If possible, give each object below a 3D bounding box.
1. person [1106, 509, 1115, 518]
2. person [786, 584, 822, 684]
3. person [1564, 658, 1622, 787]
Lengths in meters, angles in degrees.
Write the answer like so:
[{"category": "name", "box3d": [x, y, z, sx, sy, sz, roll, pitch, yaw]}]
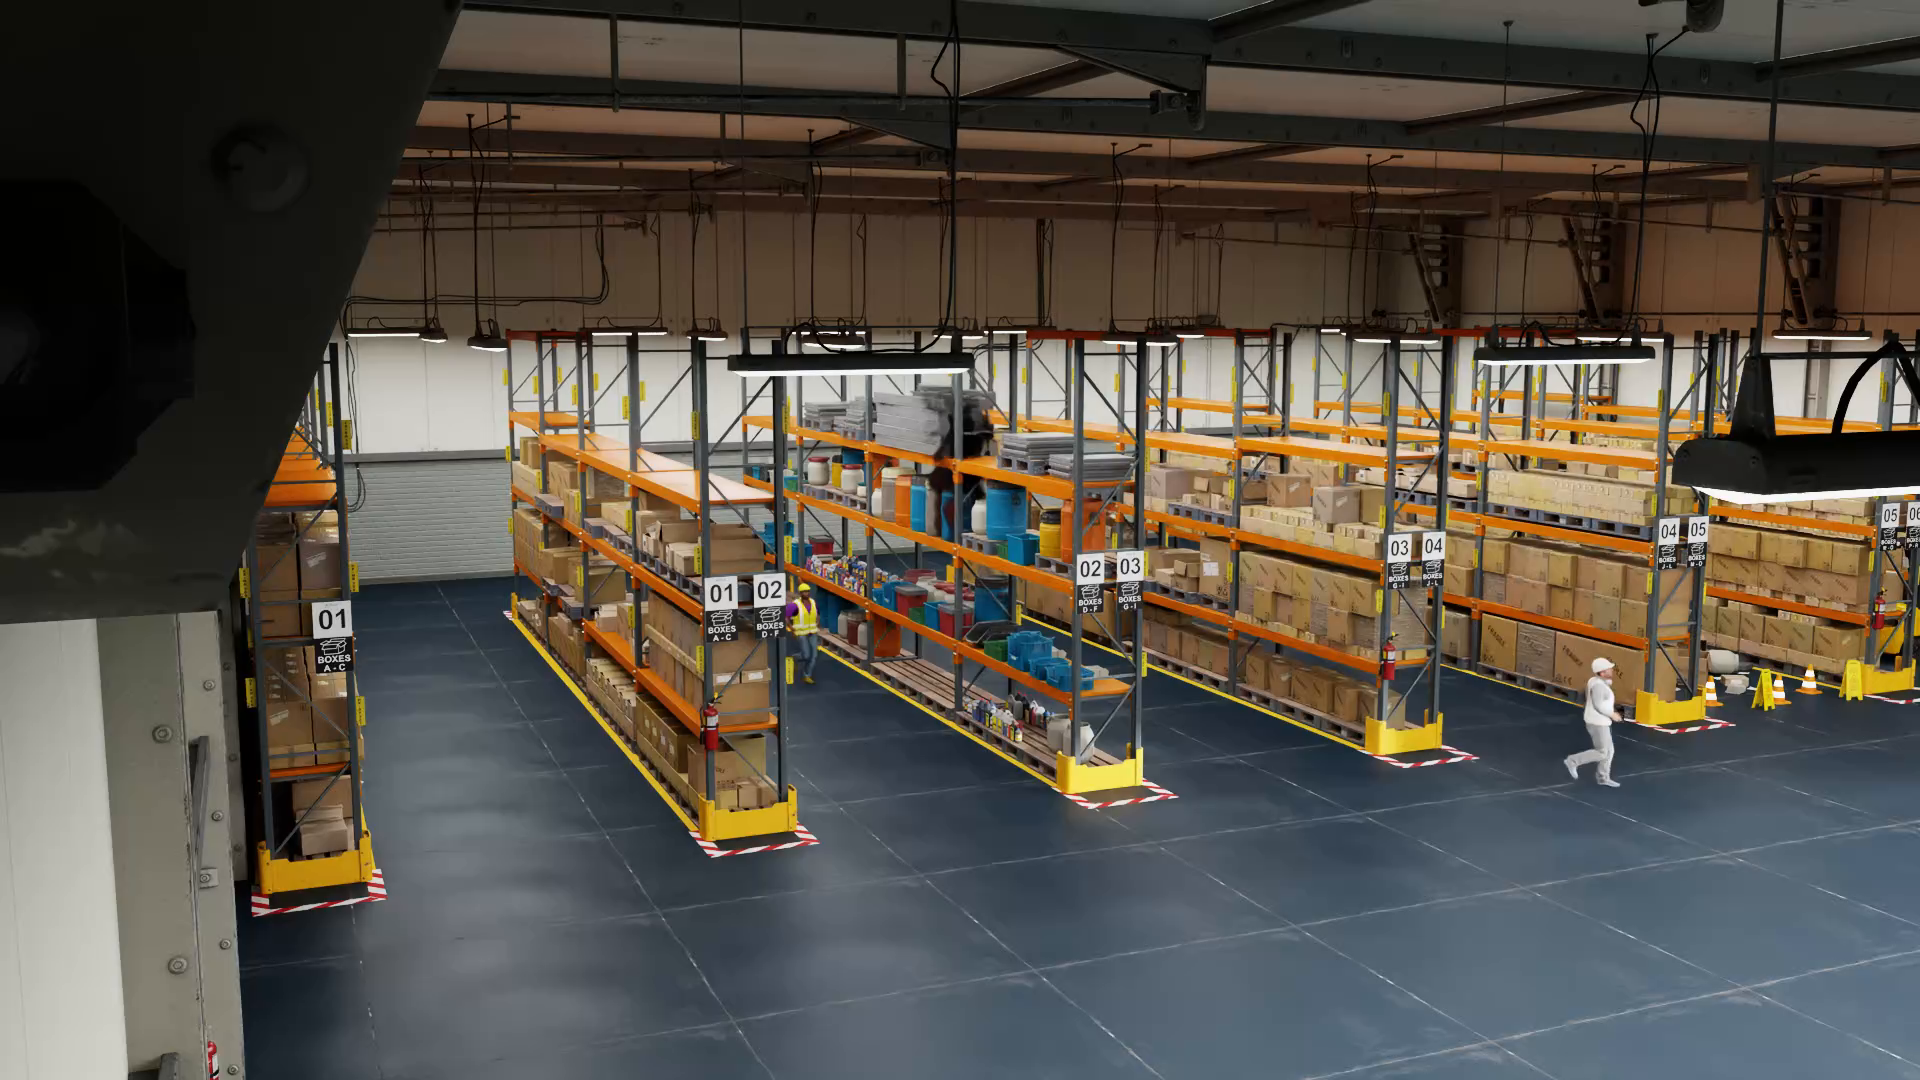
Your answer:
[{"category": "person", "box3d": [3.538, -0.047, 40.578, 0.673, 1.711, 0.619, 4, 9, 29]}, {"category": "person", "box3d": [-2.670, 1.598, 28.620, 0.702, 1.721, 0.562, -5, 9, -35]}, {"category": "person", "box3d": [8.528, 2.447, 22.373, 0.758, 1.764, 0.668, 2, 8, 13]}]
